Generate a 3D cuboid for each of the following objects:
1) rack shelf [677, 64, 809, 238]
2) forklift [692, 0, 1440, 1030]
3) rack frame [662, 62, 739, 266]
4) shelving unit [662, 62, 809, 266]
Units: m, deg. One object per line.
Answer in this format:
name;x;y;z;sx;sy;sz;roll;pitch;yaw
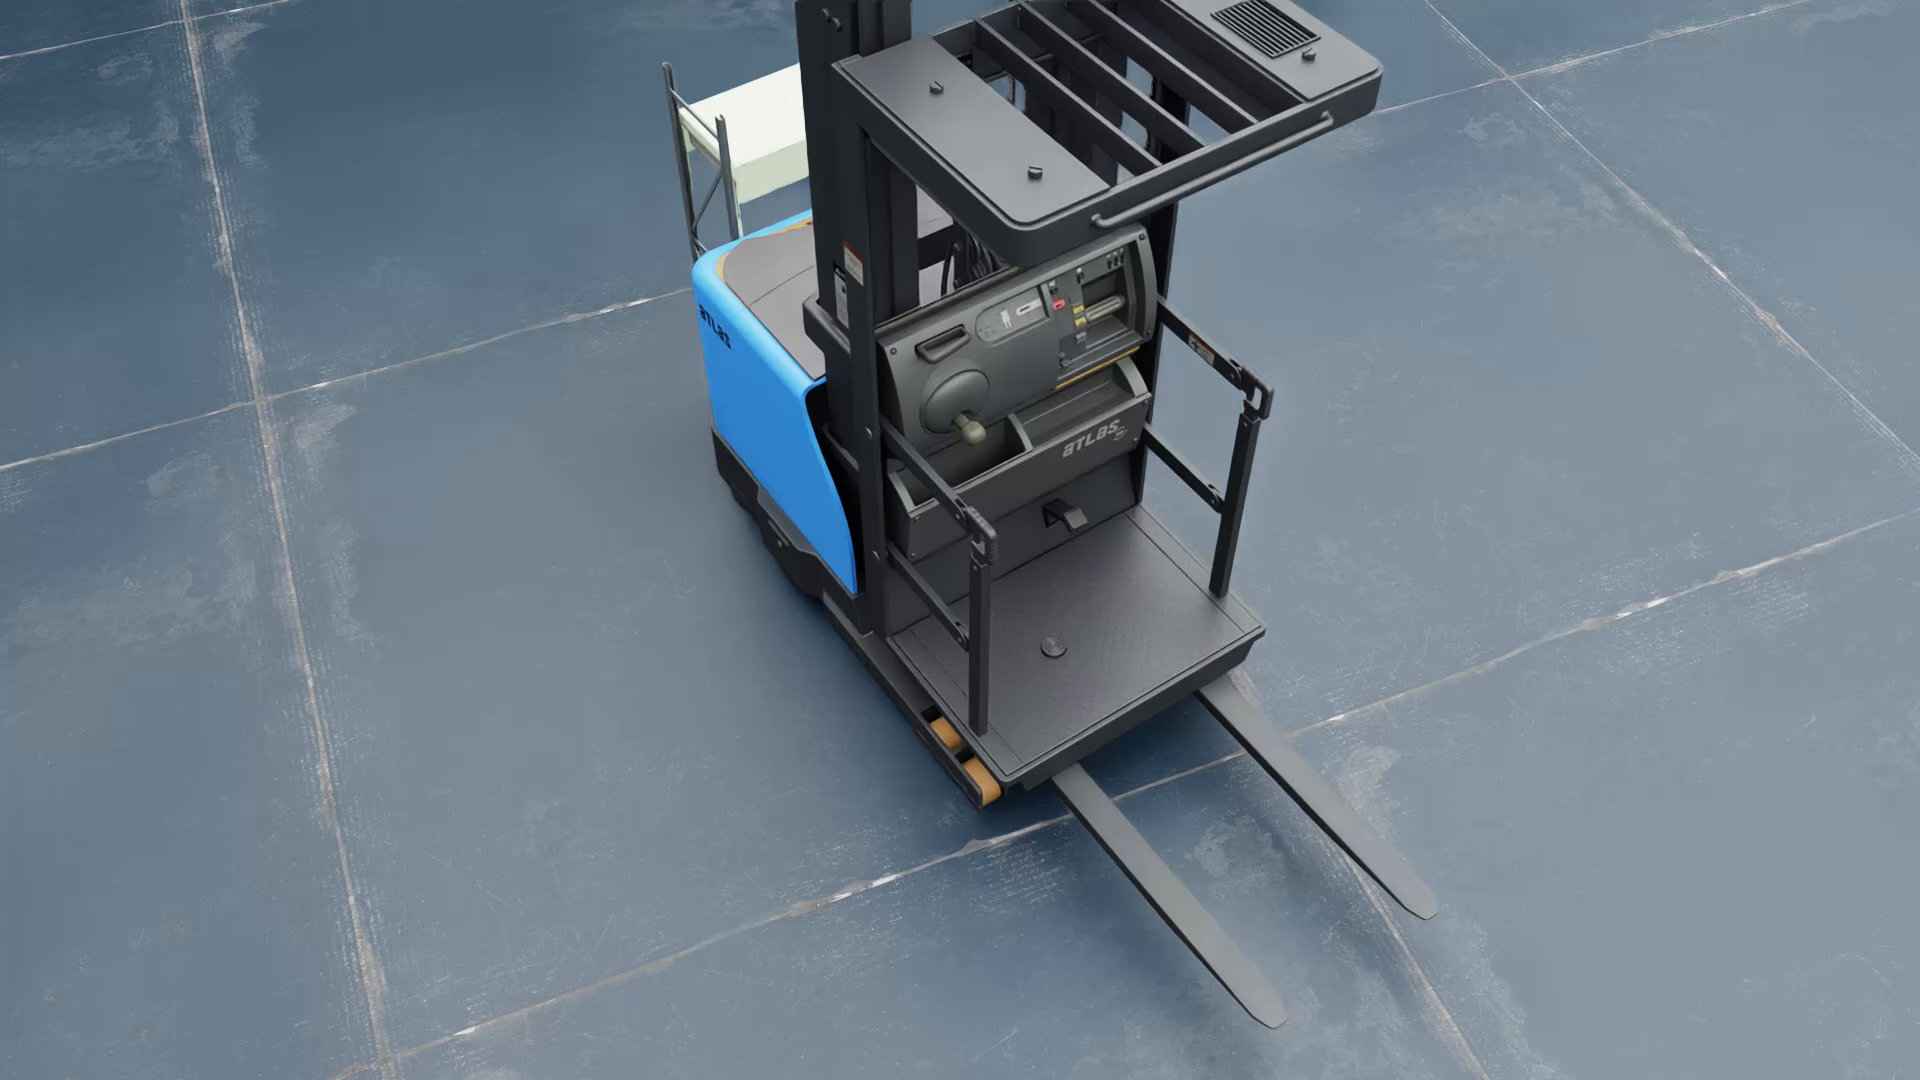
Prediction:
rack shelf;-0.594;-1.430;5.974;0.720;0.370;0.431;-28;55;-22
forklift;0.314;-0.499;4.747;1.130;2.935;3.031;-27;55;-22
rack frame;-0.894;-1.016;6.133;0.023;1.500;0.400;-28;55;-22
shelving unit;-0.594;-1.175;6.270;0.755;1.500;0.431;-28;55;-22
